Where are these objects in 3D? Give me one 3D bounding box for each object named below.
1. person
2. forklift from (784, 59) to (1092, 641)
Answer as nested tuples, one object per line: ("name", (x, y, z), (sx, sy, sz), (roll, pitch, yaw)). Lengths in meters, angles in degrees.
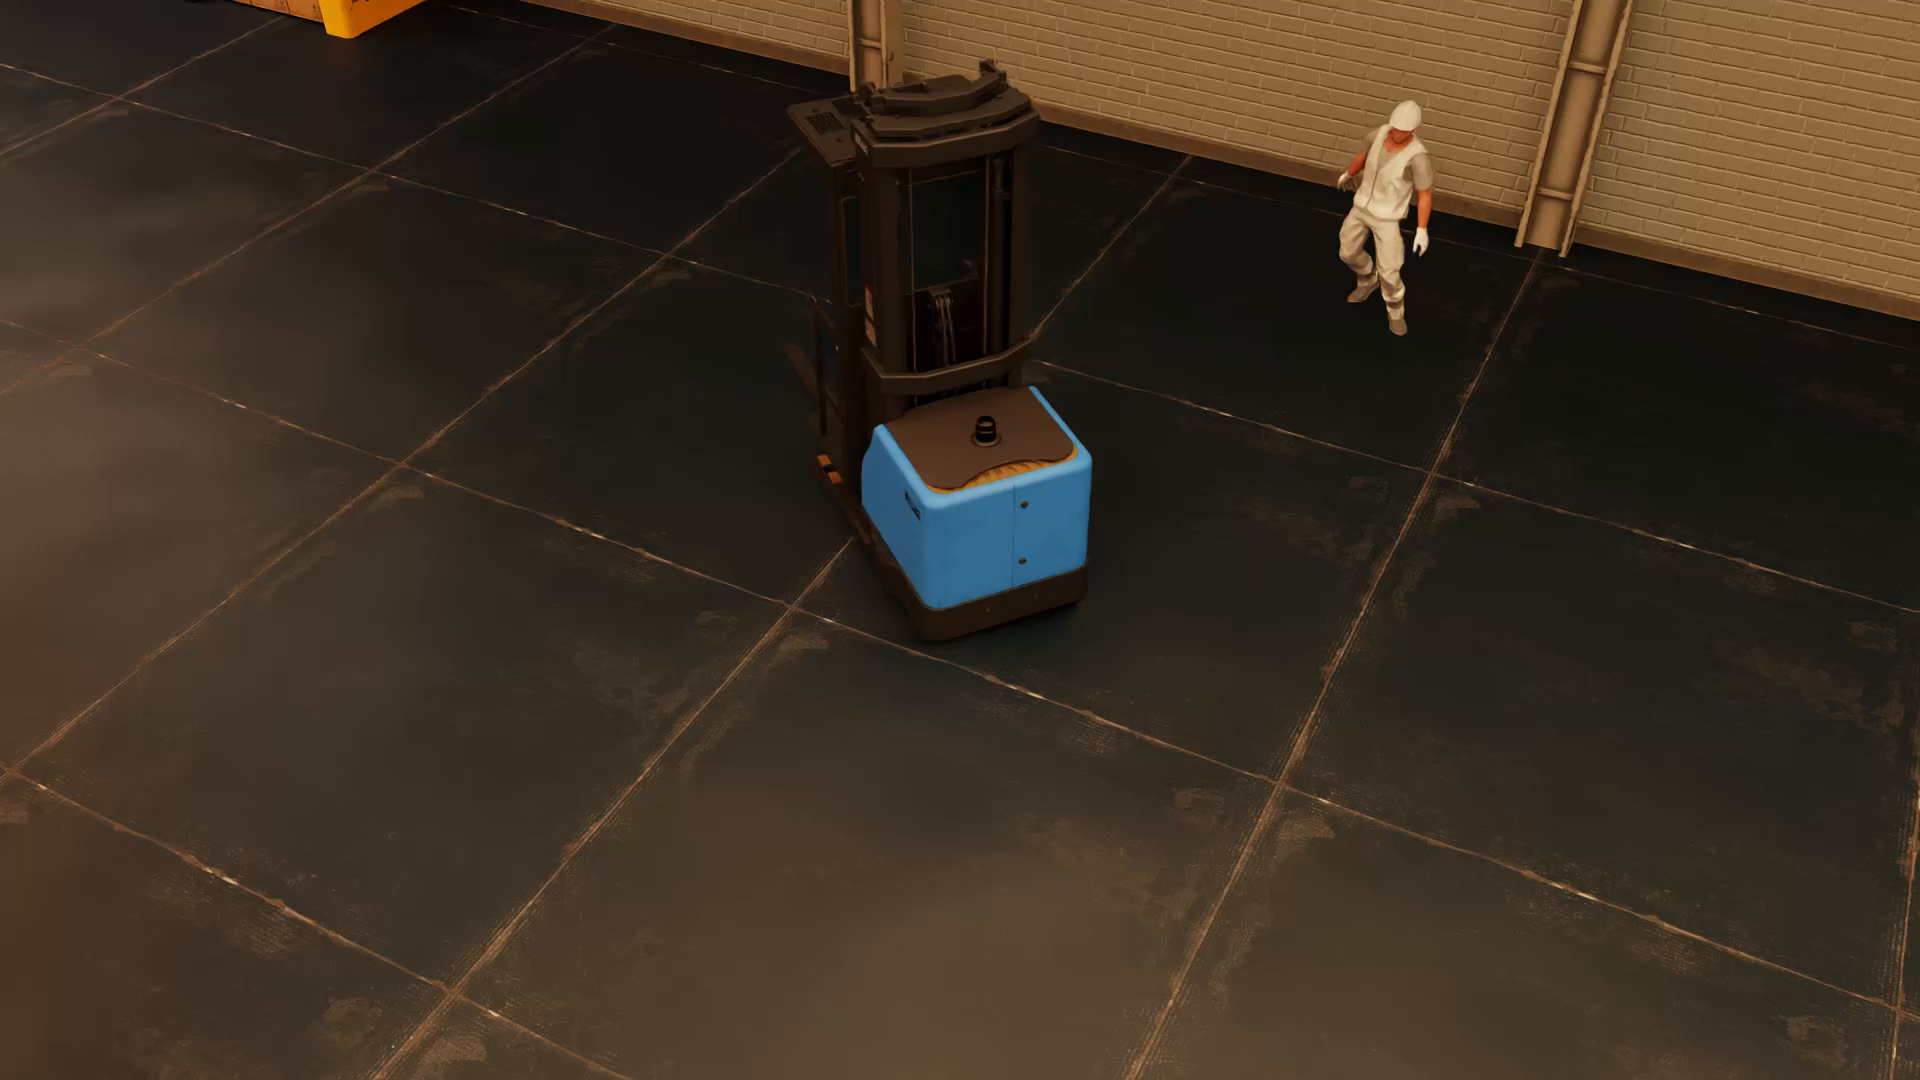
("person", (2.997, -2.368, 11.765), (0.503, 1.721, 0.892), (-24, 46, -26))
("forklift", (-0.305, -1.496, 9.763), (1.130, 2.935, 3.031), (-16, 43, -18))
